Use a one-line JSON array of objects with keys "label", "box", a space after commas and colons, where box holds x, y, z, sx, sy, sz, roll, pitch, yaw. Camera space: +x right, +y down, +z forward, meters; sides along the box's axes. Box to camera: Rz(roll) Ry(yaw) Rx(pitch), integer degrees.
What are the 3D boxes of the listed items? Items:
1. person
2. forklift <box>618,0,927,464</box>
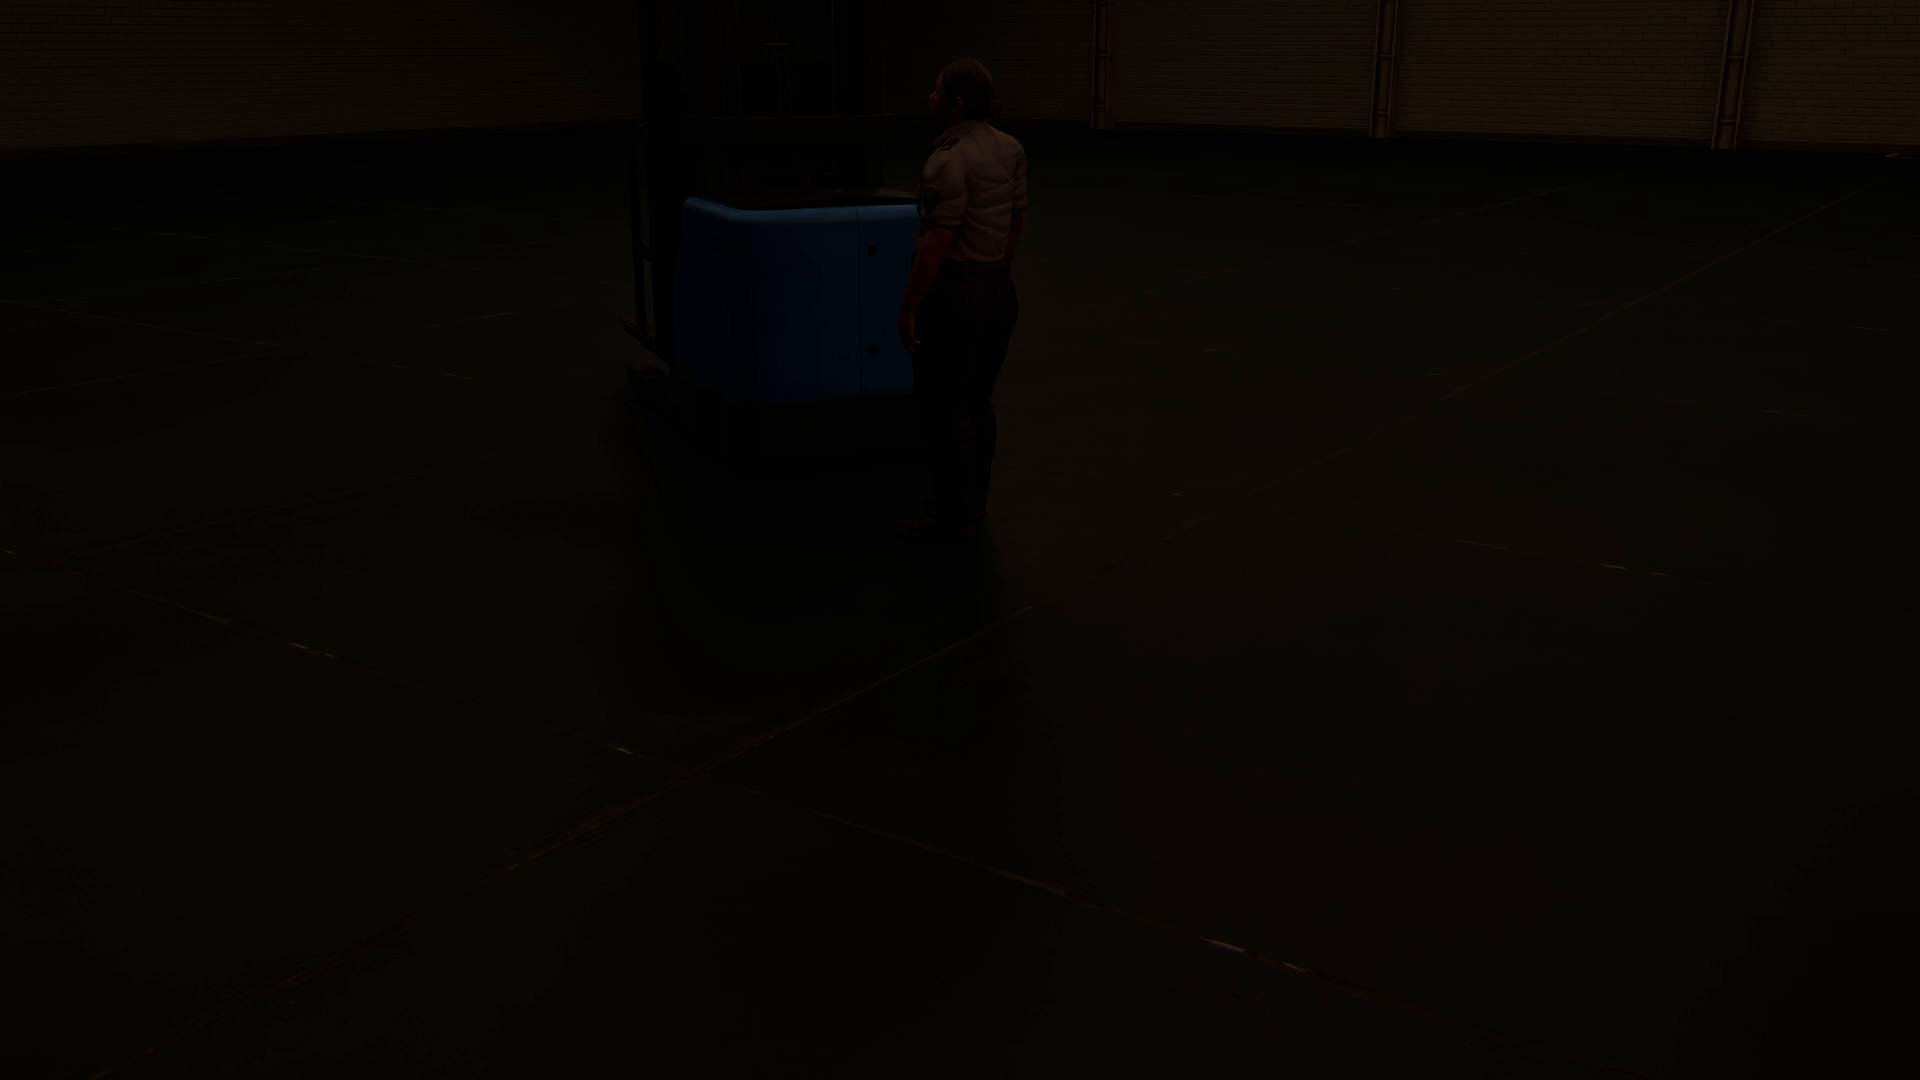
[{"label": "person", "box": [-0.061, -0.817, 5.777, 0.502, 1.651, 0.598, 11, 20, 33]}, {"label": "forklift", "box": [-1.008, -2.093, 7.833, 1.130, 2.935, 3.031, -7, 18, -23]}]
